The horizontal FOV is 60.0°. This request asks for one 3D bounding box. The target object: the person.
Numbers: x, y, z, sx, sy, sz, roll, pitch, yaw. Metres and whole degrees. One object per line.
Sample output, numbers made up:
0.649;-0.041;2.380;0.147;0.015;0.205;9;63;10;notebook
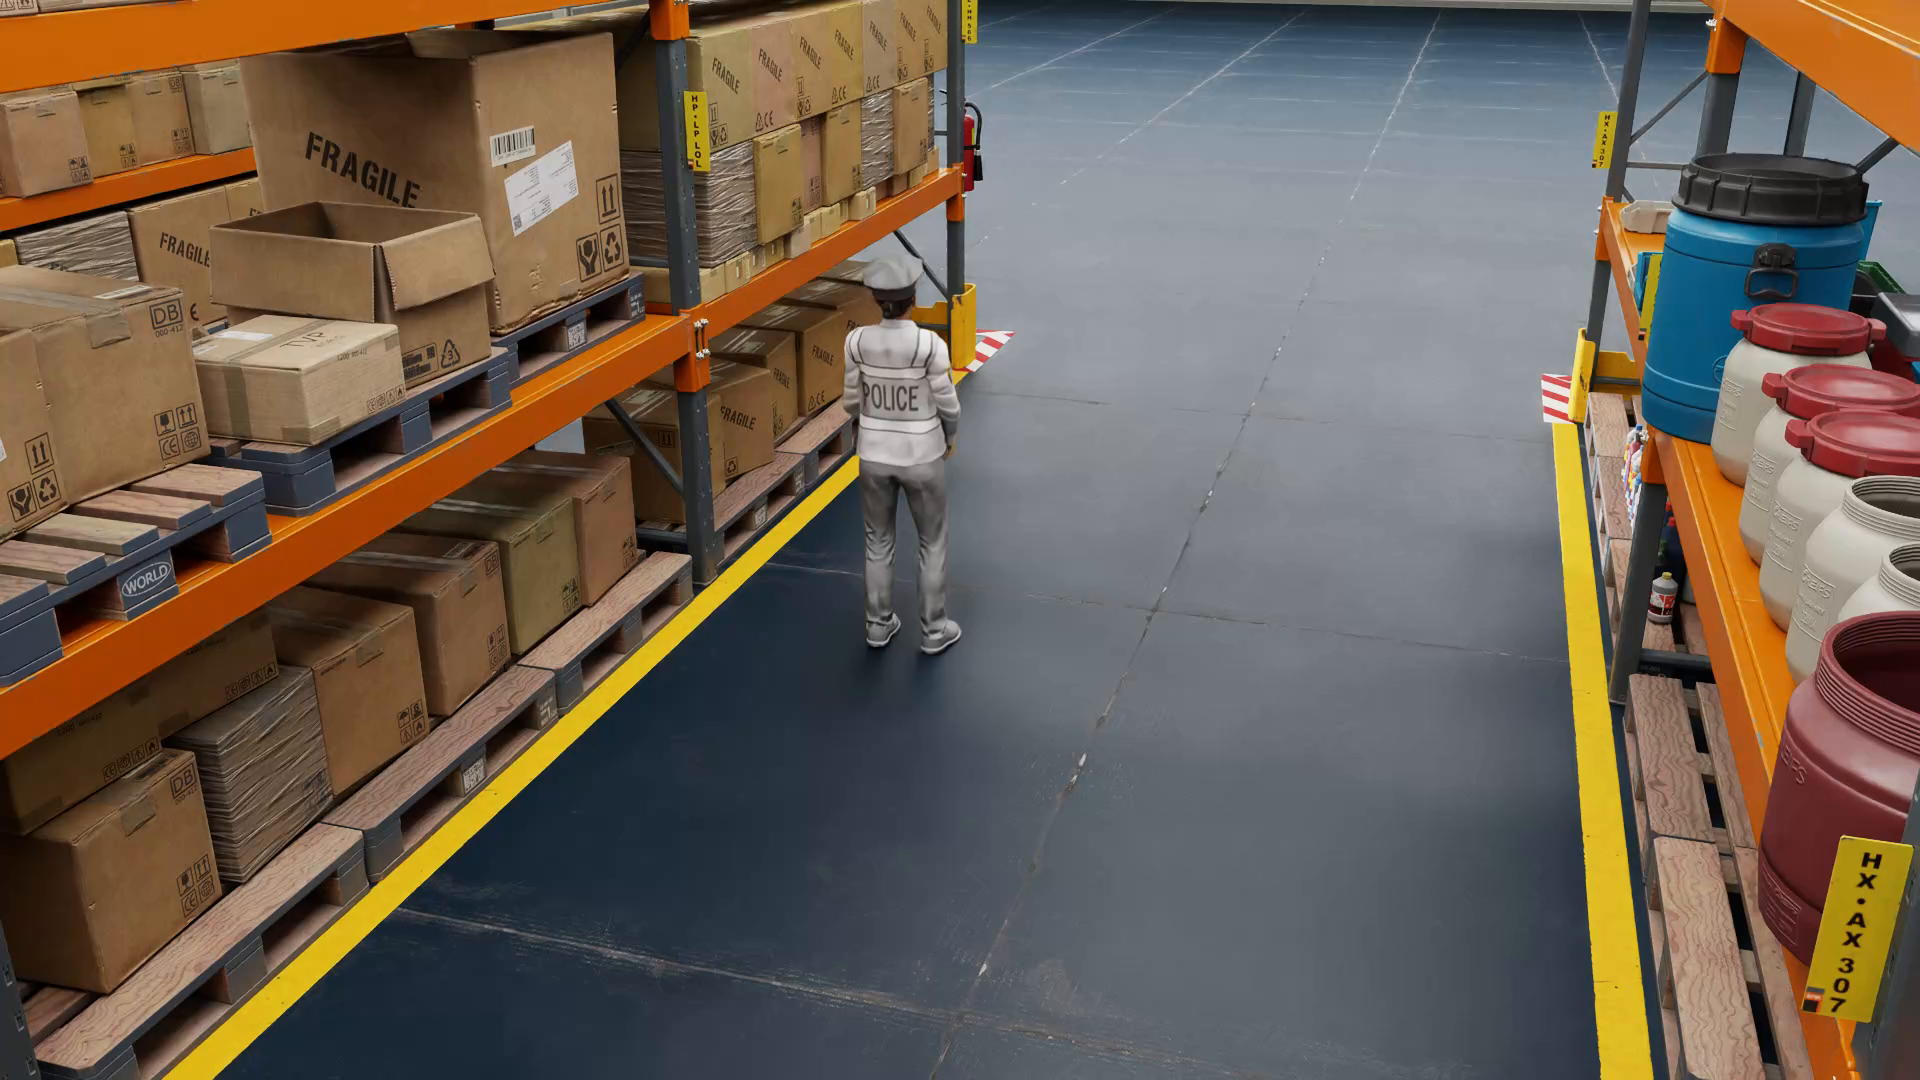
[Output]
-0.227;-0.359;6.935;0.494;1.690;0.464;6;23;15;person
